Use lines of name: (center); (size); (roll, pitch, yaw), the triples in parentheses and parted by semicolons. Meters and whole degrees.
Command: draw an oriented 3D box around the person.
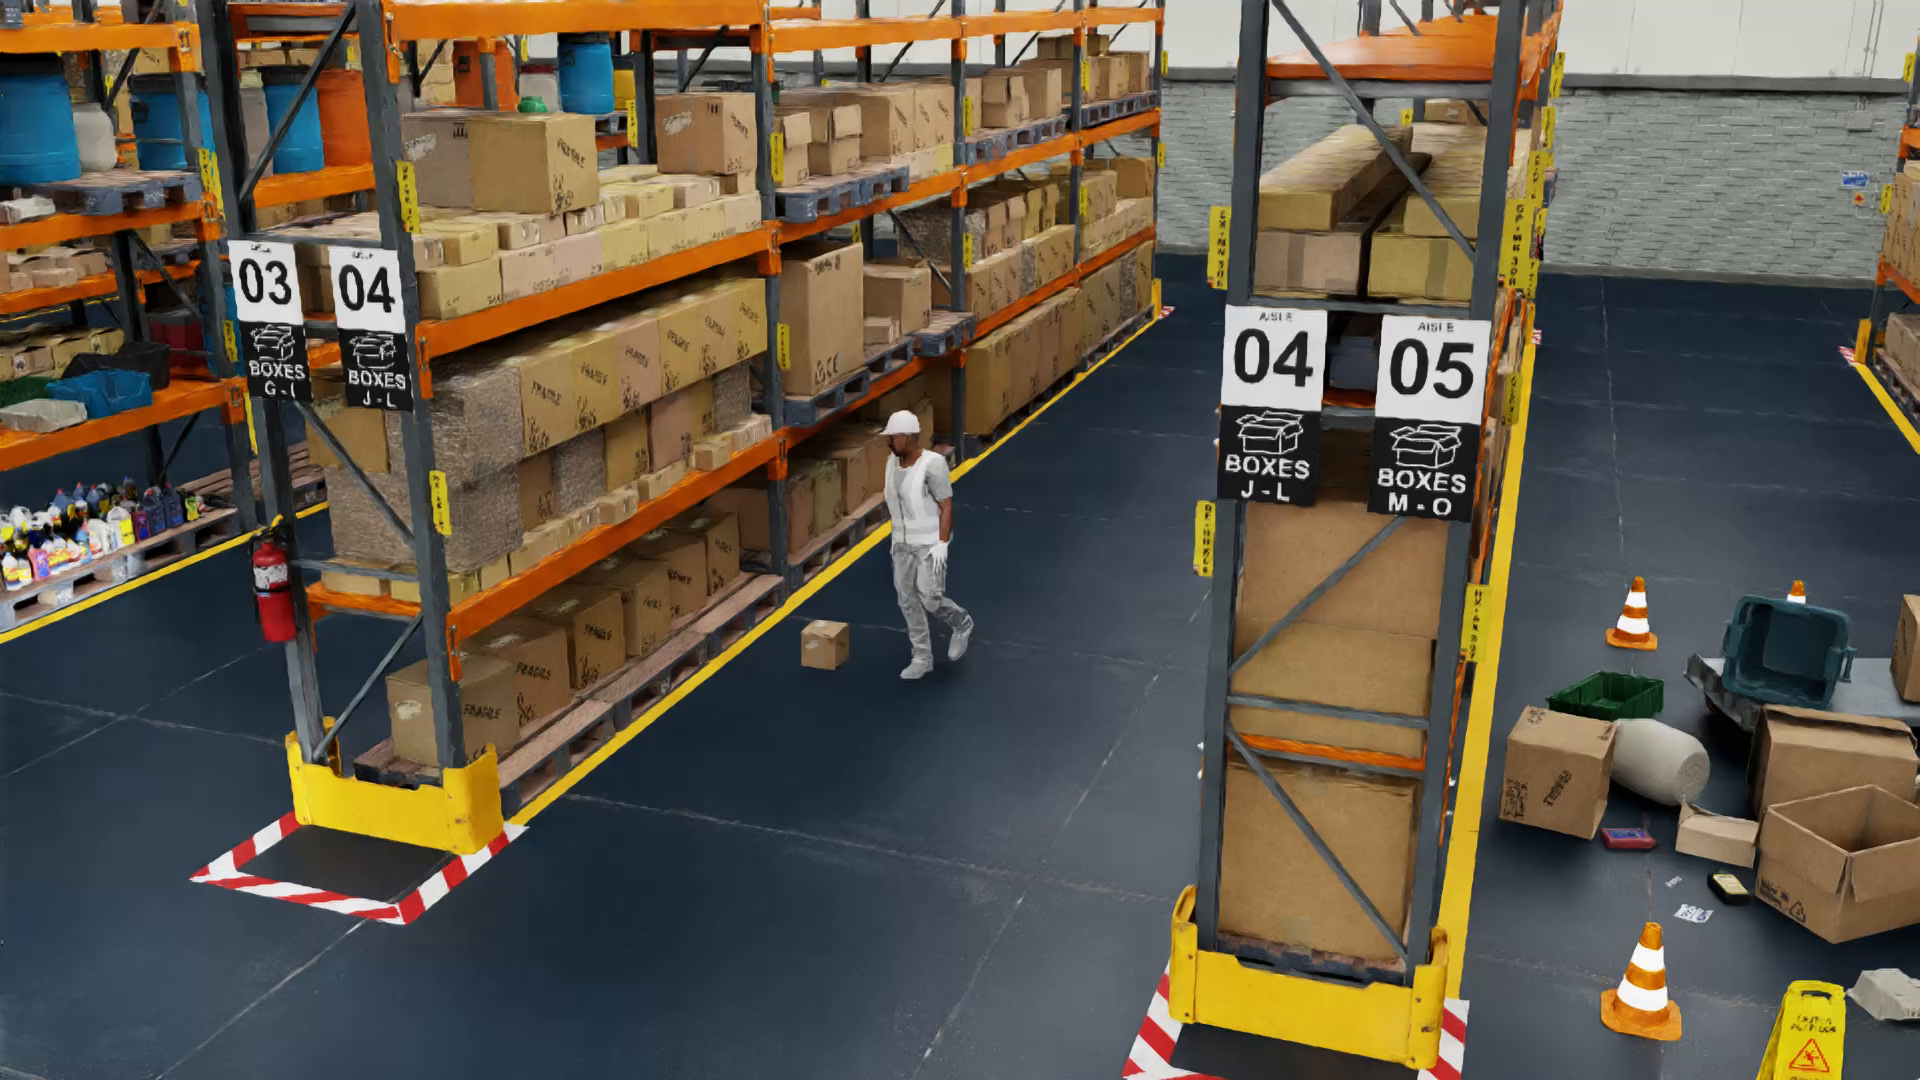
person: (-0.251, 0.014, 11.005); (0.606, 1.766, 0.604); (16, 24, 40)
